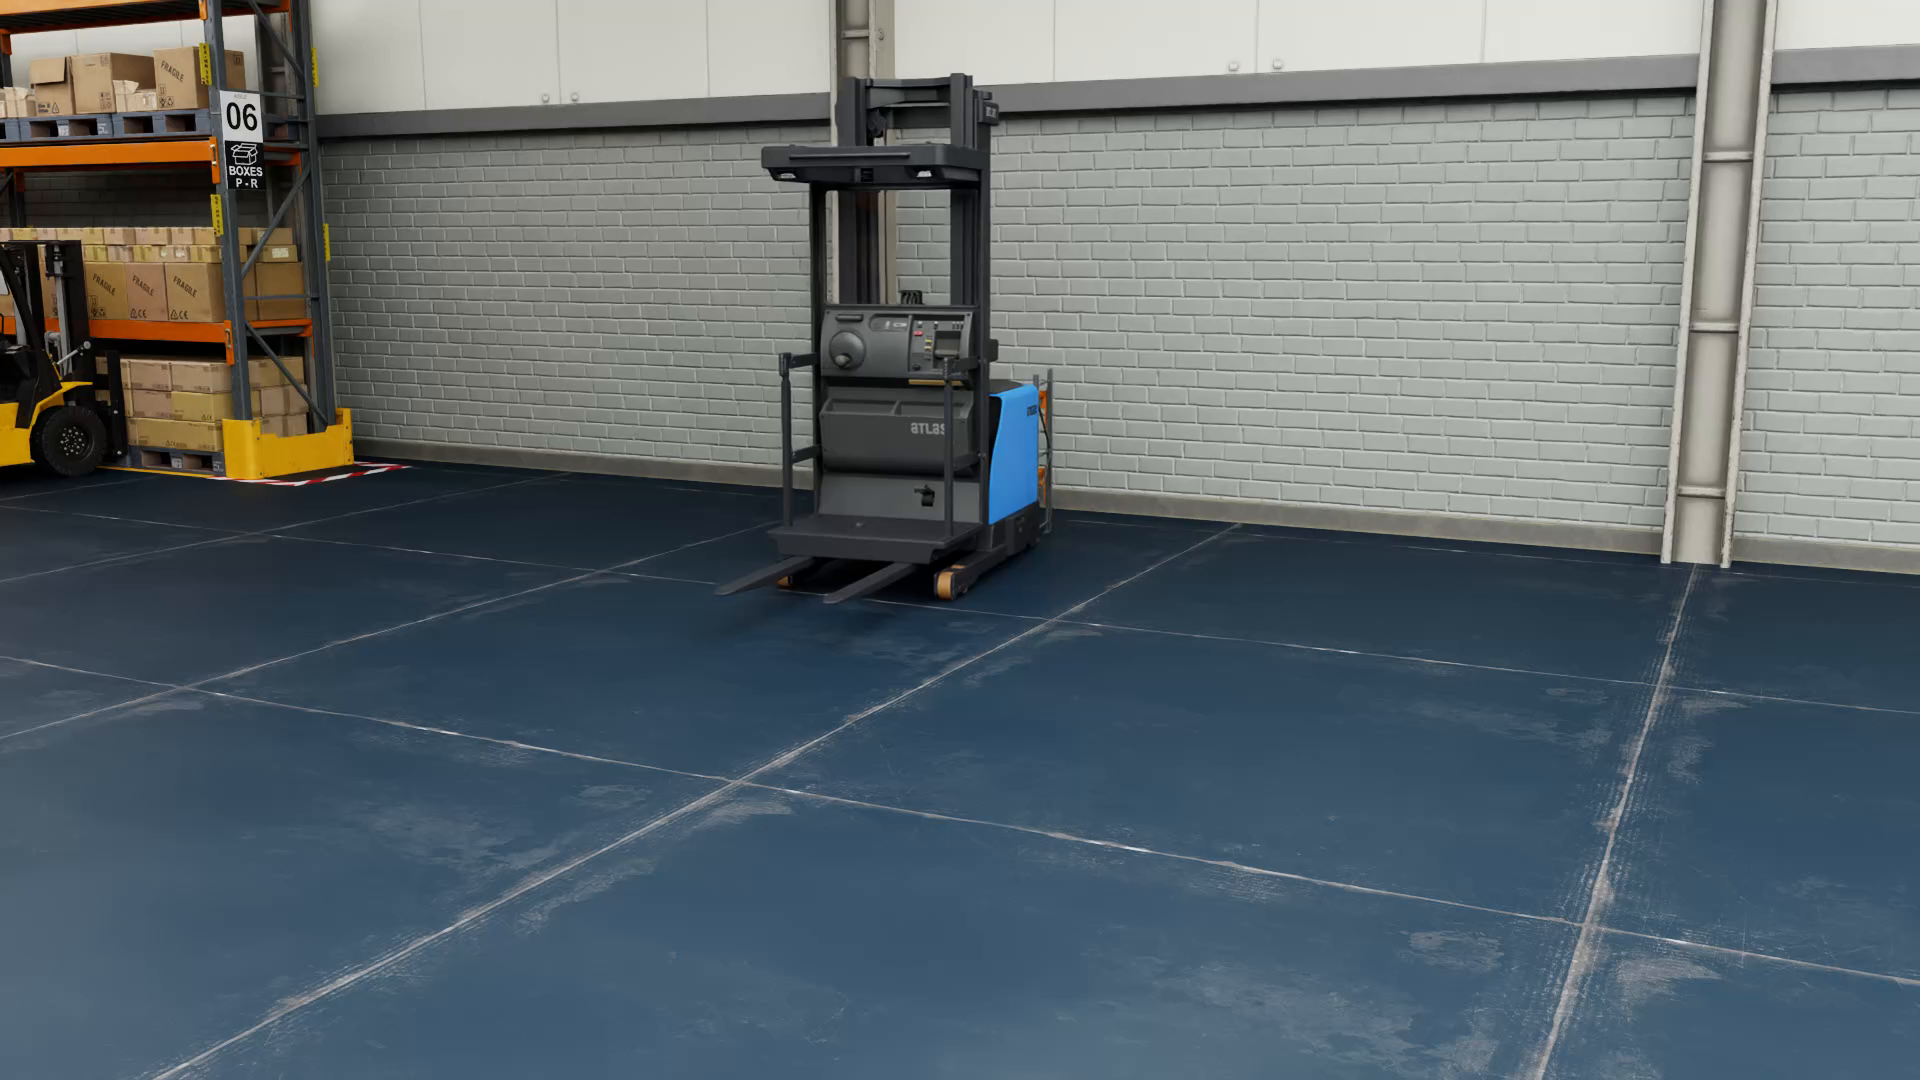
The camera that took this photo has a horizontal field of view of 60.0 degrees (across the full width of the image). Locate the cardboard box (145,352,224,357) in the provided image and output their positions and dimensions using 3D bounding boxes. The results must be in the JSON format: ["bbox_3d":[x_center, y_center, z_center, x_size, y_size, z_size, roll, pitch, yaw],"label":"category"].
[{"bbox_3d":[-7.131,-1.583,15.290,0.500,0.250,0.500,5,11,25],"label":"cardboard box"}]

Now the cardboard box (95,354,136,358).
[{"bbox_3d":[-7.809,-1.540,15.053,0.500,0.250,0.500,5,11,25],"label":"cardboard box"}]

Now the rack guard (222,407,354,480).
[{"bbox_3d":[-5.868,-0.858,14.566,0.348,0.500,1.175,5,11,26],"label":"rack guard"}]

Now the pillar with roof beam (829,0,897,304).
[{"bbox_3d":[-2.640,-4.080,8.506,0.400,9.000,9.100,5,11,26],"label":"pillar with roof beam"}]

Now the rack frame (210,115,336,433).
[{"bbox_3d":[-5.890,-2.090,14.354,0.127,3.000,1.000,5,11,26],"label":"rack frame"}]

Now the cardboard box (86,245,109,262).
[{"bbox_3d":[-7.486,-2.538,14.728,0.250,0.149,0.380,5,11,26],"label":"cardboard box"}]

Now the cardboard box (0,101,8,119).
[{"bbox_3d":[-8.520,-3.869,15.006,0.250,0.149,0.380,5,12,28],"label":"cardboard box"}]

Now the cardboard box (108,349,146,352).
[{"bbox_3d":[-8.041,-1.663,15.731,0.500,0.250,0.500,5,11,26],"label":"cardboard box"}]

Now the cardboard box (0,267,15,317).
[{"bbox_3d":[-8.720,-2.339,15.450,0.500,0.500,0.500,5,12,27],"label":"cardboard box"}]

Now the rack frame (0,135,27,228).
[{"bbox_3d":[-9.477,-2.405,16.095,0.127,3.000,1.000,5,11,26],"label":"rack frame"}]

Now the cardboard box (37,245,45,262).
[{"bbox_3d":[-8.172,-2.601,15.075,0.250,0.149,0.380,5,11,24],"label":"cardboard box"}]

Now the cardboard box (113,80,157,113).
[{"bbox_3d":[-6.995,-3.792,14.255,0.258,0.266,0.396,5,11,26],"label":"cardboard box"}]

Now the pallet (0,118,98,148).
[{"bbox_3d":[-8.701,-3.774,15.487,1.213,0.211,1.003,5,11,26],"label":"pallet"}]

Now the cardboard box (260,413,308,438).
[{"bbox_3d":[-6.244,-1.013,14.947,0.500,0.250,0.500,5,11,26],"label":"cardboard box"}]

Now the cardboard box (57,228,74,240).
[{"bbox_3d":[-7.901,-2.741,15.018,0.250,0.149,0.380,5,11,26],"label":"cardboard box"}]

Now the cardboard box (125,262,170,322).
[{"bbox_3d":[-6.909,-2.178,14.561,0.500,0.500,0.500,5,12,28],"label":"cardboard box"}]

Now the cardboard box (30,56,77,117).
[{"bbox_3d":[-7.777,-4.017,14.831,0.637,0.503,0.797,5,12,28],"label":"cardboard box"}]

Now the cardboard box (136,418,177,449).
[{"bbox_3d":[-6.893,-0.971,14.712,0.500,0.250,0.500,5,11,26],"label":"cardboard box"}]

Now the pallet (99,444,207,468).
[{"bbox_3d":[-7.684,-0.867,15.430,1.213,0.211,1.003,5,11,26],"label":"pallet"}]

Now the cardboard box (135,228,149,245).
[{"bbox_3d":[-6.976,-2.661,14.574,0.250,0.149,0.380,5,11,26],"label":"cardboard box"}]

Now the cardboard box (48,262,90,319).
[{"bbox_3d":[-7.824,-2.256,14.993,0.500,0.500,0.500,5,11,26],"label":"cardboard box"}]

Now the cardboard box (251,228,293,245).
[{"bbox_3d":[-6.097,-2.665,14.595,0.250,0.149,0.380,5,11,25],"label":"cardboard box"}]

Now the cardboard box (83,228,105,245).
[{"bbox_3d":[-7.493,-2.684,14.698,0.250,0.149,0.380,5,12,27],"label":"cardboard box"}]

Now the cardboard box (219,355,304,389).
[{"bbox_3d":[-6.237,-1.503,14.848,0.500,0.250,0.500,5,11,25],"label":"cardboard box"}]

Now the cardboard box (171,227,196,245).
[{"bbox_3d":[-6.539,-2.613,14.310,0.250,0.149,0.380,5,11,26],"label":"cardboard box"}]

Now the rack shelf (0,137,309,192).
[{"bbox_3d":[-7.683,-3.369,15.021,4.000,0.370,1.077,5,11,26],"label":"rack shelf"}]

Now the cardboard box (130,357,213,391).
[{"bbox_3d":[-6.901,-1.461,14.614,0.500,0.250,0.500,5,12,27],"label":"cardboard box"}]

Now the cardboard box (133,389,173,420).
[{"bbox_3d":[-6.910,-1.219,14.680,0.500,0.250,0.500,5,11,25],"label":"cardboard box"}]

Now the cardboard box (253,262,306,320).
[{"bbox_3d":[-6.211,-2.222,14.805,0.500,0.500,0.500,5,12,28],"label":"cardboard box"}]

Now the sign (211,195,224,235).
[{"bbox_3d":[-6.142,-2.690,13.757,0.005,0.325,0.100,5,11,26],"label":"sign"}]

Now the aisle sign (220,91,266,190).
[{"bbox_3d":[-5.961,-3.317,13.834,0.004,0.787,0.394,5,11,26],"label":"aisle sign"}]

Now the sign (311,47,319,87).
[{"bbox_3d":[-5.639,-4.123,14.489,0.005,0.325,0.100,5,11,26],"label":"sign"}]

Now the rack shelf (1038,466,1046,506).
[{"bbox_3d":[0.068,-0.360,11.434,1.000,0.278,0.538,3,11,15],"label":"rack shelf"}]

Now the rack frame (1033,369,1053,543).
[{"bbox_3d":[0.560,-0.577,11.262,0.032,1.125,0.500,3,11,15],"label":"rack frame"}]

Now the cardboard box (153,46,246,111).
[{"bbox_3d":[-6.395,-3.867,14.009,0.500,0.500,0.500,5,12,28],"label":"cardboard box"}]

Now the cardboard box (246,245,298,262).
[{"bbox_3d":[-6.079,-2.526,14.663,0.250,0.149,0.380,5,11,24],"label":"cardboard box"}]

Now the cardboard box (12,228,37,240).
[{"bbox_3d":[-8.385,-2.769,15.172,0.250,0.149,0.380,5,11,25],"label":"cardboard box"}]

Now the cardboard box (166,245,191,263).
[{"bbox_3d":[-6.567,-2.456,14.276,0.250,0.149,0.380,5,12,27],"label":"cardboard box"}]

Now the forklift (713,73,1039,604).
[{"bbox_3d":[-0.443,-1.185,9.547,1.130,2.935,3.031,4,11,19],"label":"forklift"}]

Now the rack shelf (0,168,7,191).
[{"bbox_3d":[-11.271,-3.684,16.763,4.000,0.370,1.077,5,11,26],"label":"rack shelf"}]

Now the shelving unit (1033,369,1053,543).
[{"bbox_3d":[0.068,-0.601,11.390,1.048,1.125,0.538,3,11,15],"label":"shelving unit"}]

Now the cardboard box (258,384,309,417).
[{"bbox_3d":[-6.220,-1.259,14.904,0.500,0.250,0.500,5,12,27],"label":"cardboard box"}]

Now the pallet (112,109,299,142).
[{"bbox_3d":[-6.513,-3.582,14.425,1.213,0.211,1.003,5,11,26],"label":"pallet"}]

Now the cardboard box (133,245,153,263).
[{"bbox_3d":[-6.990,-2.508,14.561,0.250,0.149,0.380,5,11,25],"label":"cardboard box"}]
